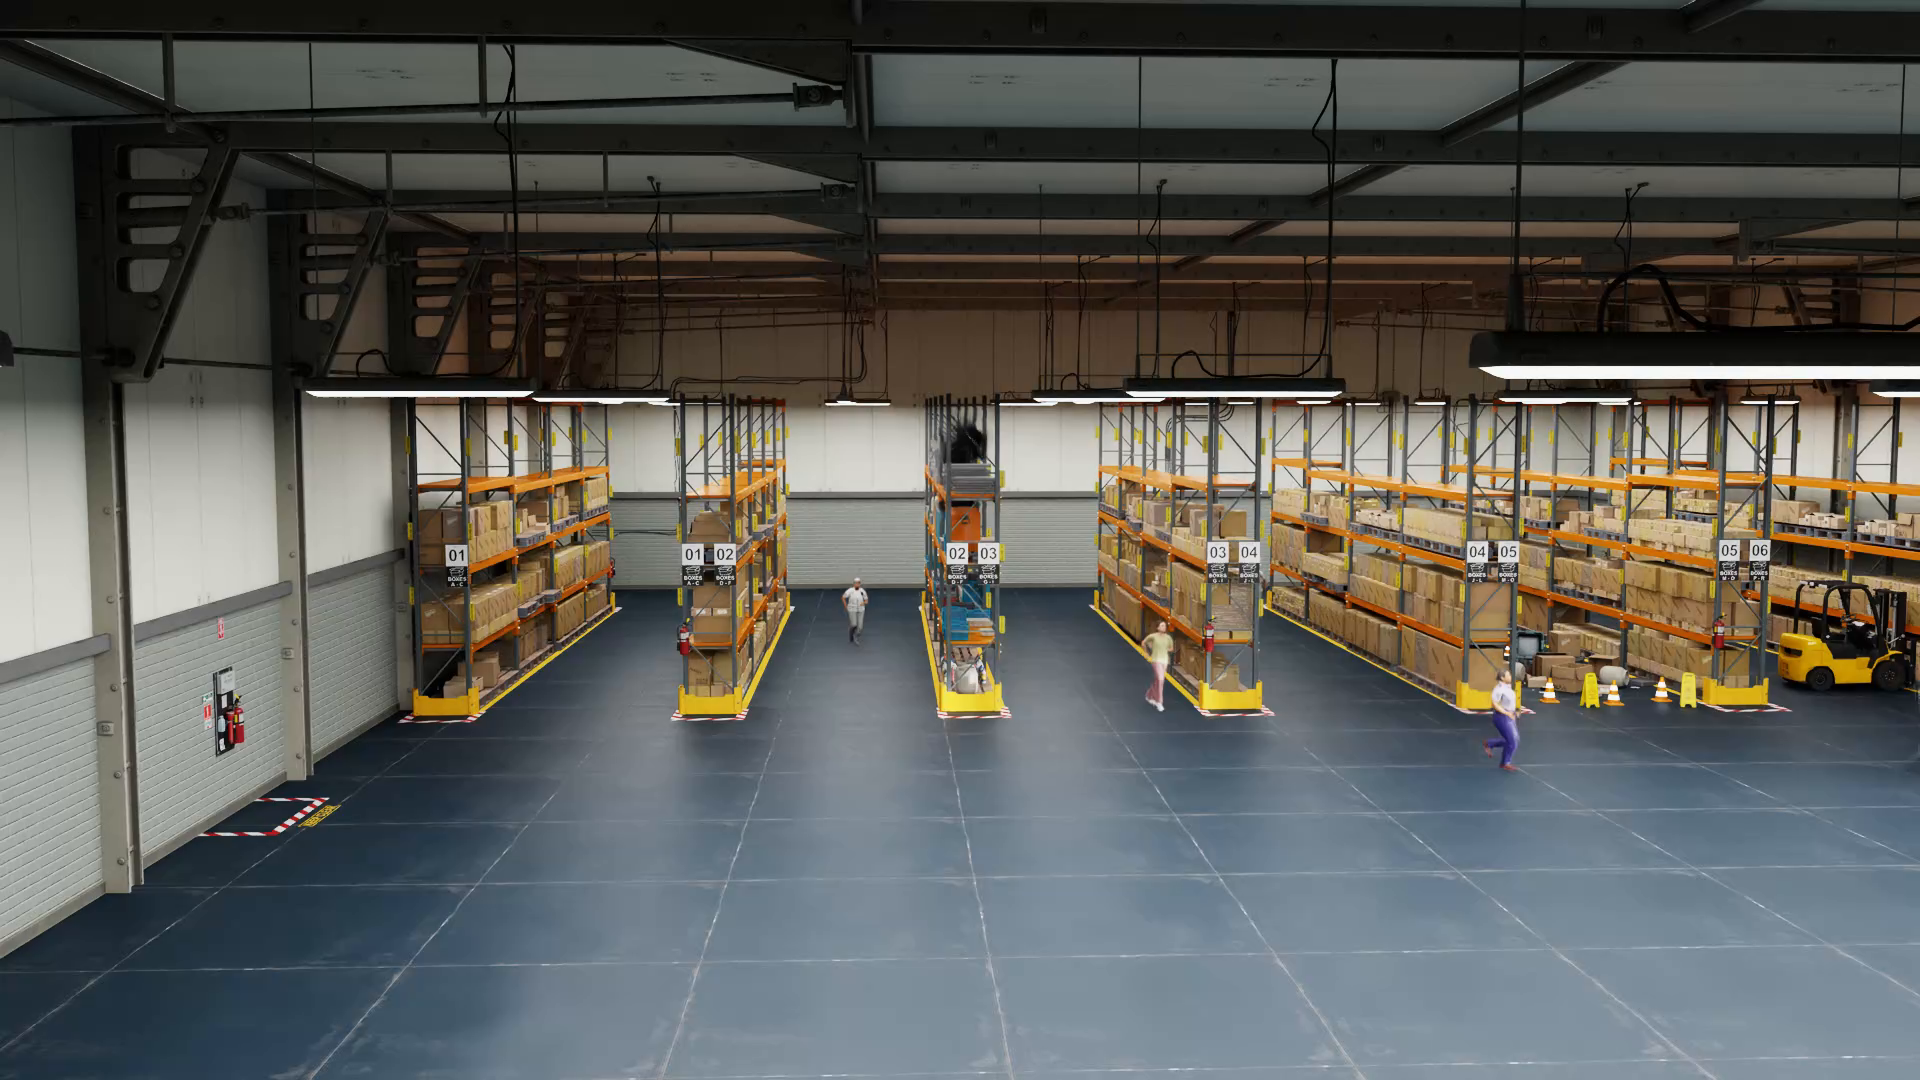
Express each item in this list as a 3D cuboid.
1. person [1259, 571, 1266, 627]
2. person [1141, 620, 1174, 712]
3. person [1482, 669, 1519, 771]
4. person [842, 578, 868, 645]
[{"bbox_3d":[7.829,1.401,44.102,0.589,1.711,0.918,0,5,0],"label":"person"},{"bbox_3d":[3.826,2.373,31.818,0.548,1.695,0.781,-2,5,-25],"label":"person"},{"bbox_3d":[8.597,2.846,26.457,0.592,1.611,0.608,3,5,31],"label":"person"},{"bbox_3d":[-2.499,1.736,40.156,0.610,1.626,0.558,-2,5,-19],"label":"person"}]
